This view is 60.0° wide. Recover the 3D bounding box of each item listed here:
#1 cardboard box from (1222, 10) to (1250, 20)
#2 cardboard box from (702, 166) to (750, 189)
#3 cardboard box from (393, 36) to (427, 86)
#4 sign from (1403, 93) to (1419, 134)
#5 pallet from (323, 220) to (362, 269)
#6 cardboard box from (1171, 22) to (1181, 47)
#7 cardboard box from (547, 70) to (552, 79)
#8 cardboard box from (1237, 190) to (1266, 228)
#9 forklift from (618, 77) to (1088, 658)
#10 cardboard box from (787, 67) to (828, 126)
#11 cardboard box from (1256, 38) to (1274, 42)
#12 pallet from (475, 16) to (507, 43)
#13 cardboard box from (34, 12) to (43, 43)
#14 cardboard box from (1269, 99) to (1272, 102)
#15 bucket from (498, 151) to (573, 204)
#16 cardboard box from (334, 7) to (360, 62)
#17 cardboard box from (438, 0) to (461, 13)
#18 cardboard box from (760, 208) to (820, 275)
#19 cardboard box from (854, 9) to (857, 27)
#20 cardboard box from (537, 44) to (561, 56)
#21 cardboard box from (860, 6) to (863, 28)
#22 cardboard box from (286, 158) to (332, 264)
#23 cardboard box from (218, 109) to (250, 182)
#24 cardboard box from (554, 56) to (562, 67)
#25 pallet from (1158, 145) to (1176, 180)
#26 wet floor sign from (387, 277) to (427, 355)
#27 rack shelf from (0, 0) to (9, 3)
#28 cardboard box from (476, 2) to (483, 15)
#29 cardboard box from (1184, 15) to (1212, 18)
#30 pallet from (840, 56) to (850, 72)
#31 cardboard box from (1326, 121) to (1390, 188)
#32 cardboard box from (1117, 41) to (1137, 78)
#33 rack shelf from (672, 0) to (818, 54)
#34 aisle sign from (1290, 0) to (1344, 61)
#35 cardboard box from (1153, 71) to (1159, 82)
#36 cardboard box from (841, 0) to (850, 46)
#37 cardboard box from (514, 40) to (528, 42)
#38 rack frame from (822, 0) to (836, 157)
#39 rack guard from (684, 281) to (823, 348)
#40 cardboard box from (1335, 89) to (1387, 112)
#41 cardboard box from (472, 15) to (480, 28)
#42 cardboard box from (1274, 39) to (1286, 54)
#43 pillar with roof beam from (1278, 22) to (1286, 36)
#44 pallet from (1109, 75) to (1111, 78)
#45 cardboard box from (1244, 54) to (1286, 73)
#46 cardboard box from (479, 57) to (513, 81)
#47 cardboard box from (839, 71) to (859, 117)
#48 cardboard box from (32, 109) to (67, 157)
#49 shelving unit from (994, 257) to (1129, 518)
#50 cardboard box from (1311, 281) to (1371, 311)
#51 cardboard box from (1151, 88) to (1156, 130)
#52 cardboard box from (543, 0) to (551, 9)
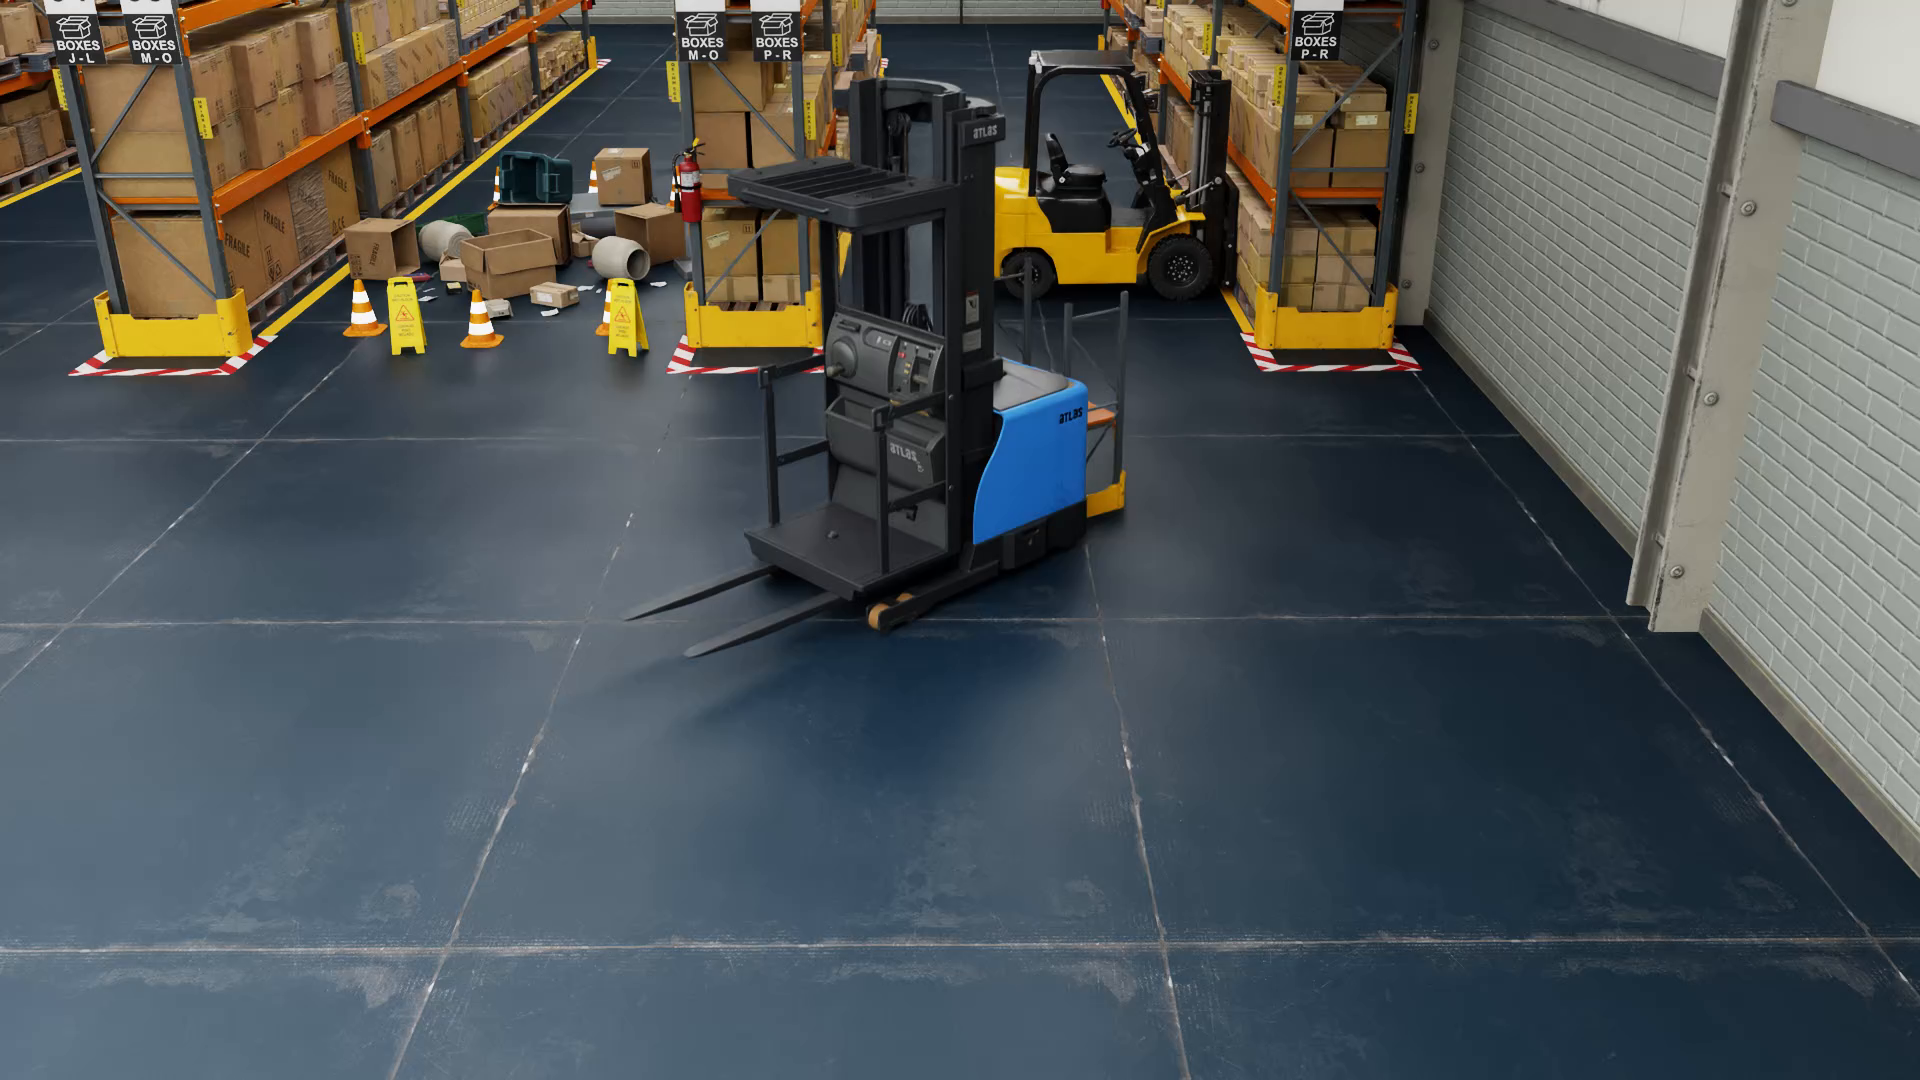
[{"bbox_3d":[3.350,-6.392,20.335,0.380,0.149,0.250,0,24,-1],"label":"cardboard box"},{"bbox_3d":[-2.006,-3.117,14.306,0.380,0.149,0.250,1,24,1],"label":"cardboard box"},{"bbox_3d":[-6.531,-5.549,19.258,0.500,0.500,0.500,0,24,0],"label":"cardboard box"},{"bbox_3d":[3.730,-3.532,13.774,0.100,0.325,0.005,0,24,-1],"label":"sign"},{"bbox_3d":[-6.850,-3.078,17.300,1.003,0.211,1.213,0,24,-1],"label":"pallet"},{"bbox_3d":[2.853,-6.168,20.322,0.500,0.250,0.500,0,24,1],"label":"cardboard box"},{"bbox_3d":[-6.661,-7.319,26.243,0.380,0.149,0.250,-1,24,-2],"label":"cardboard box"},{"bbox_3d":[2.832,-3.103,15.584,0.500,0.250,0.500,0,24,0],"label":"cardboard box"},{"bbox_3d":[-0.593,-1.043,9.498,3.031,2.935,1.130,-22,32,-40],"label":"forklift"},{"bbox_3d":[-1.555,-4.300,16.134,0.500,0.500,0.500,0,24,1],"label":"cardboard box"},{"bbox_3d":[3.392,-5.348,18.026,0.380,0.149,0.250,-1,24,-2],"label":"cardboard box"},{"bbox_3d":[-6.887,-7.039,22.906,1.003,0.211,1.213,0,24,-1],"label":"pallet"},{"bbox_3d":[-12.038,-6.578,21.533,0.500,0.500,0.500,0,24,1],"label":"cardboard box"},{"bbox_3d":[2.917,-3.797,14.597,0.380,0.149,0.250,0,24,0],"label":"cardboard box"},{"bbox_3d":[-4.473,-3.818,17.679,0.726,0.611,0.620,8,16,18],"label":"bucket"},{"bbox_3d":[-6.792,-5.368,17.644,0.700,0.500,0.500,-1,24,-1],"label":"cardboard box"},{"bbox_3d":[-6.635,-6.852,21.333,0.380,0.149,0.250,0,24,0],"label":"cardboard box"},{"bbox_3d":[-1.521,-2.702,15.001,0.500,0.500,0.500,-1,24,-2],"label":"cardboard box"},{"bbox_3d":[-1.638,-6.957,22.067,0.500,0.250,0.500,0,24,1],"label":"cardboard box"},{"bbox_3d":[-6.656,-7.909,26.826,0.380,0.149,0.250,0,24,0],"label":"cardboard box"},{"bbox_3d":[-1.658,-7.561,24.010,0.500,0.250,0.500,-1,24,-1],"label":"cardboard box"},{"bbox_3d":[-6.830,-3.255,16.375,0.875,0.875,0.875,0,24,0],"label":"cardboard box"},{"bbox_3d":[-6.814,-3.462,14.582,0.875,0.550,0.550,0,24,-1],"label":"cardboard box"},{"bbox_3d":[-6.602,-7.671,26.659,0.380,0.149,0.250,0,24,-1],"label":"cardboard box"},{"bbox_3d":[3.058,-4.788,21.081,1.003,0.211,1.213,0,24,-1],"label":"pallet"},{"bbox_3d":[-4.756,-1.938,14.253,0.267,0.644,0.232,-4,25,-10],"label":"wet floor sign"},{"bbox_3d":[-16.803,-8.452,26.672,1.077,0.370,4.000,0,24,-1],"label":"rack shelf"},{"bbox_3d":[-6.645,-7.152,22.357,0.380,0.149,0.250,0,24,0],"label":"cardboard box"},{"bbox_3d":[2.878,-6.180,19.866,0.380,0.149,0.250,0,24,0],"label":"cardboard box"},{"bbox_3d":[-1.813,-5.472,19.441,1.003,0.211,1.213,0,24,-1],"label":"pallet"},{"bbox_3d":[3.448,-3.353,14.402,0.500,0.500,0.500,1,24,1],"label":"cardboard box"},{"bbox_3d":[2.894,-7.715,26.691,0.700,0.500,0.500,-1,24,-3],"label":"cardboard box"},{"bbox_3d":[-1.810,-4.941,15.268,1.077,0.370,4.000,0,24,-1],"label":"rack shelf"},{"bbox_3d":[2.882,-4.258,13.370,0.394,0.787,0.004,0,24,-1],"label":"aisle sign"},{"bbox_3d":[2.876,-6.382,22.957,0.380,0.149,0.250,-1,24,-1],"label":"cardboard box"},{"bbox_3d":[-1.569,-6.140,19.694,0.500,0.500,0.500,-2,24,-4],"label":"cardboard box"},{"bbox_3d":[-7.168,-8.120,27.291,0.380,0.149,0.250,1,24,2],"label":"cardboard box"},{"bbox_3d":[-1.832,-4.726,17.560,1.000,3.000,0.127,0,24,-1],"label":"rack frame"},{"bbox_3d":[-1.789,-1.970,14.500,1.175,0.500,0.348,0,24,-1],"label":"rack guard"},{"bbox_3d":[3.385,-3.718,14.061,0.380,0.149,0.250,-1,24,-2],"label":"cardboard box"},{"bbox_3d":[-6.638,-6.906,22.174,0.380,0.149,0.250,1,24,2],"label":"cardboard box"},{"bbox_3d":[3.399,-4.993,16.880,0.380,0.149,0.250,-1,24,-2],"label":"cardboard box"},{"bbox_3d":[-0.301,-8.579,18.799,9.100,9.000,0.400,0,24,-1],"label":"pillar with roof beam"},{"bbox_3d":[3.011,-8.064,28.325,1.003,0.211,1.213,0,24,-1],"label":"pallet"},{"bbox_3d":[2.932,-4.564,15.931,0.380,0.149,0.250,0,24,-1],"label":"cardboard box"},{"bbox_3d":[-6.594,-6.618,23.356,0.500,0.250,0.500,-1,24,-3],"label":"cardboard box"},{"bbox_3d":[-1.800,-5.883,22.186,0.875,0.875,0.875,0,24,-1],"label":"cardboard box"},{"bbox_3d":[-11.757,-5.116,20.920,0.700,0.500,0.500,-2,24,-3],"label":"cardboard box"},{"bbox_3d":[0.567,-1.022,11.189,0.587,1.500,1.083,-16,29,-32],"label":"shelving unit"},{"bbox_3d":[3.365,-2.244,14.898,0.500,0.250,0.500,0,24,0],"label":"cardboard box"},{"bbox_3d":[2.873,-5.830,22.525,0.500,0.500,0.500,-1,24,-1],"label":"cardboard box"},{"bbox_3d":[-6.610,-8.395,25.976,0.380,0.149,0.250,0,24,0],"label":"cardboard box"}]
